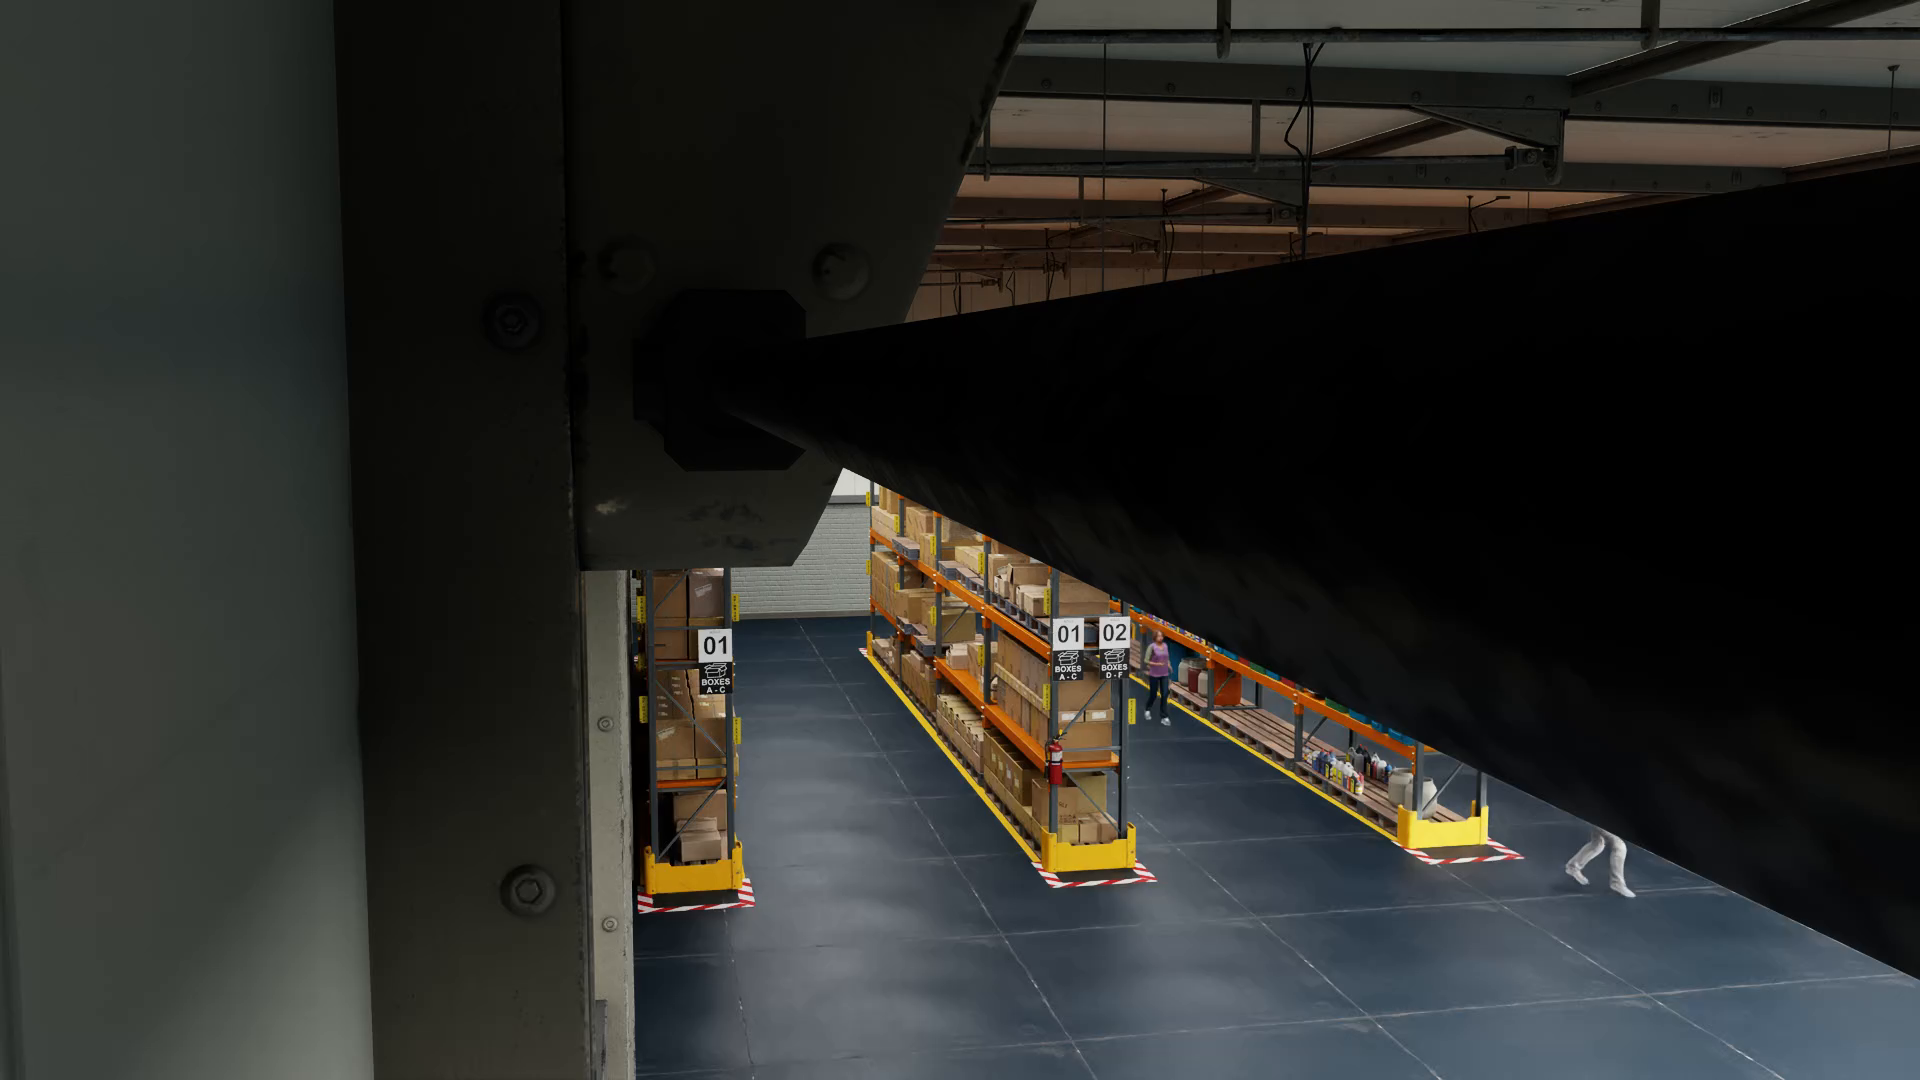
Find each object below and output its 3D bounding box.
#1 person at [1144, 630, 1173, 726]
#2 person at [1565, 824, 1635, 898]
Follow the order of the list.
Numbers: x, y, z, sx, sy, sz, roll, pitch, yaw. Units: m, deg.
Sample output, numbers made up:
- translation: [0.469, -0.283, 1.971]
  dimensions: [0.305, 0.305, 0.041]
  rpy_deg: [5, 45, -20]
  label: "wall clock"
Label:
- translation: [3.374, 2.308, 28.173]
  dimensions: [0.551, 1.586, 0.753]
  rpy_deg: [-2, 6, -20]
  label: "person"
- translation: [7.735, 3.352, 20.026]
  dimensions: [0.811, 1.811, 0.641]
  rpy_deg: [3, 7, 24]
  label: "person"
